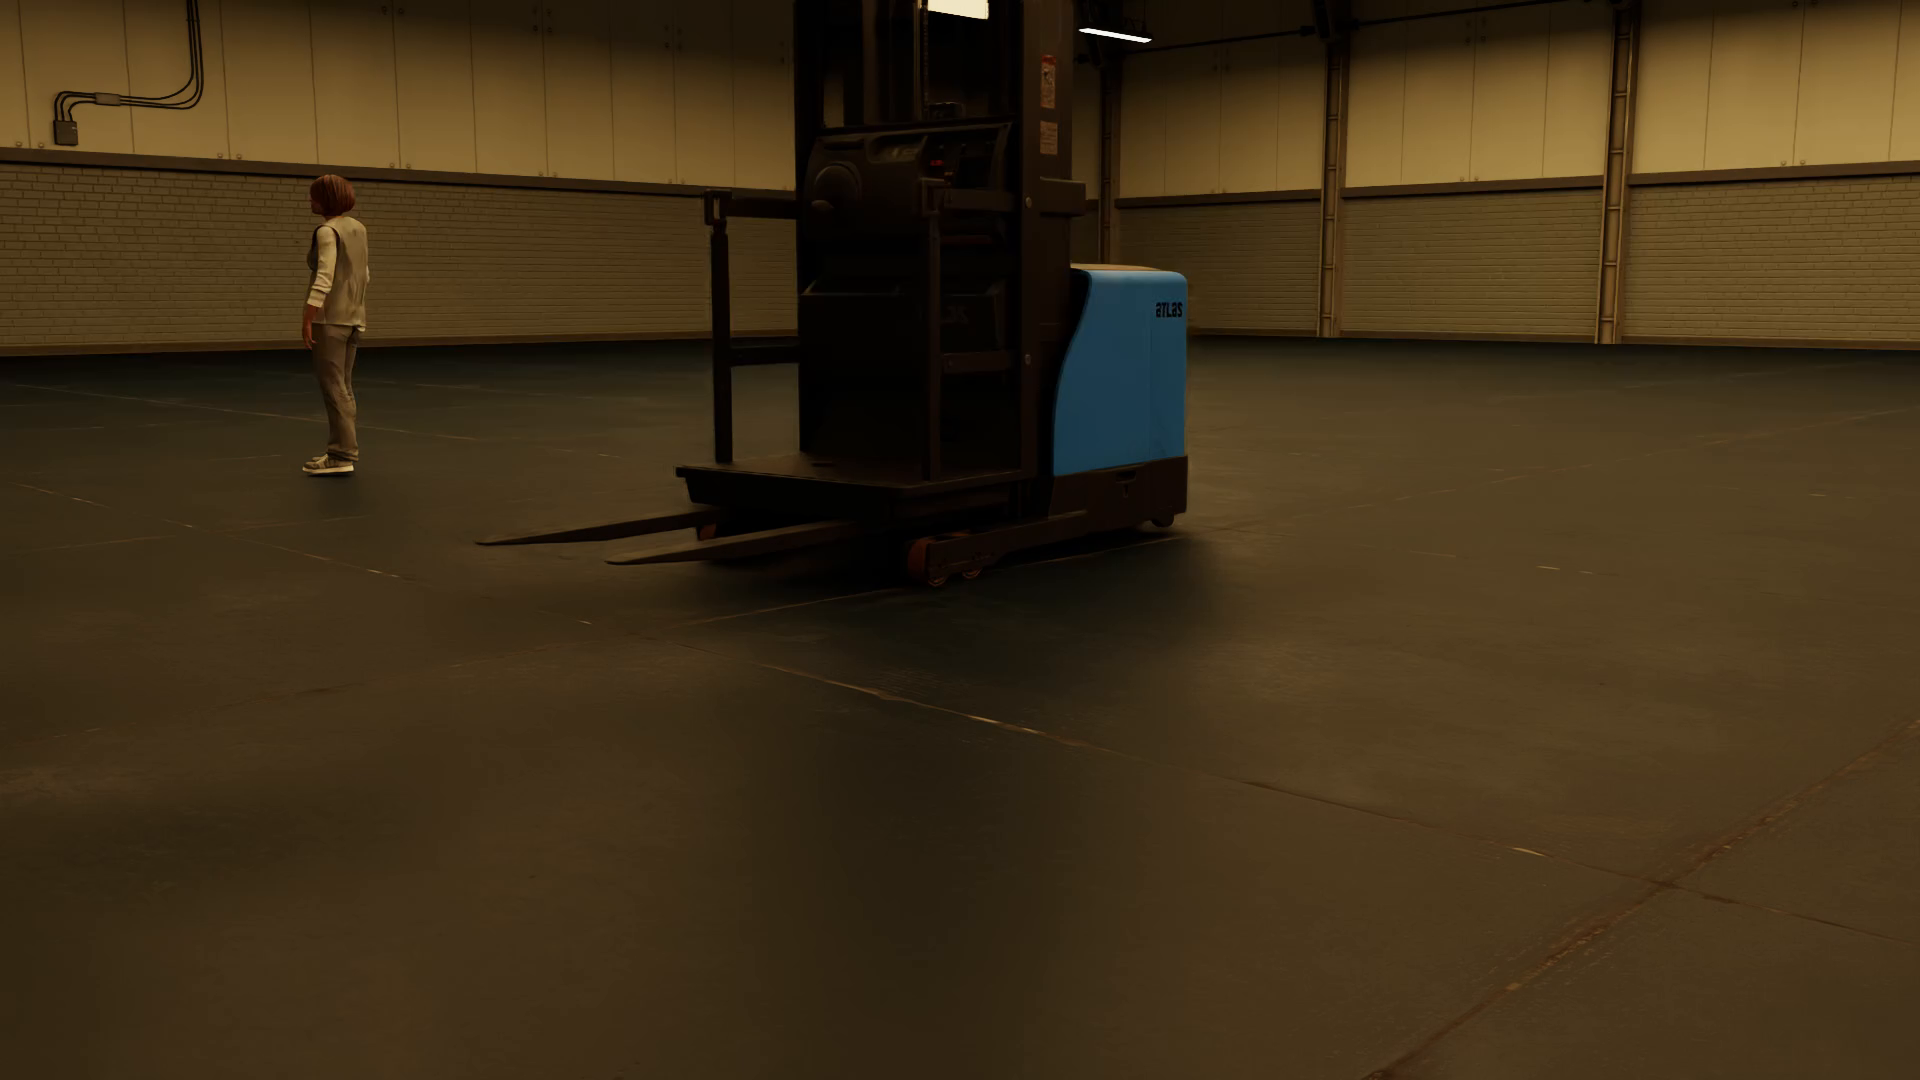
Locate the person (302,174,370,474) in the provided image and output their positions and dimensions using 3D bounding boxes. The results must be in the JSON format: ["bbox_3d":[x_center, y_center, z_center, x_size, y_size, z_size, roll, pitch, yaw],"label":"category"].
[{"bbox_3d":[-3.436,-1.155,8.974,0.475,1.597,0.520,1,9,7],"label":"person"}]

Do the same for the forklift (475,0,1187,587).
[{"bbox_3d":[-0.332,-1.372,5.983,1.130,2.935,3.031,6,11,37],"label":"forklift"}]
